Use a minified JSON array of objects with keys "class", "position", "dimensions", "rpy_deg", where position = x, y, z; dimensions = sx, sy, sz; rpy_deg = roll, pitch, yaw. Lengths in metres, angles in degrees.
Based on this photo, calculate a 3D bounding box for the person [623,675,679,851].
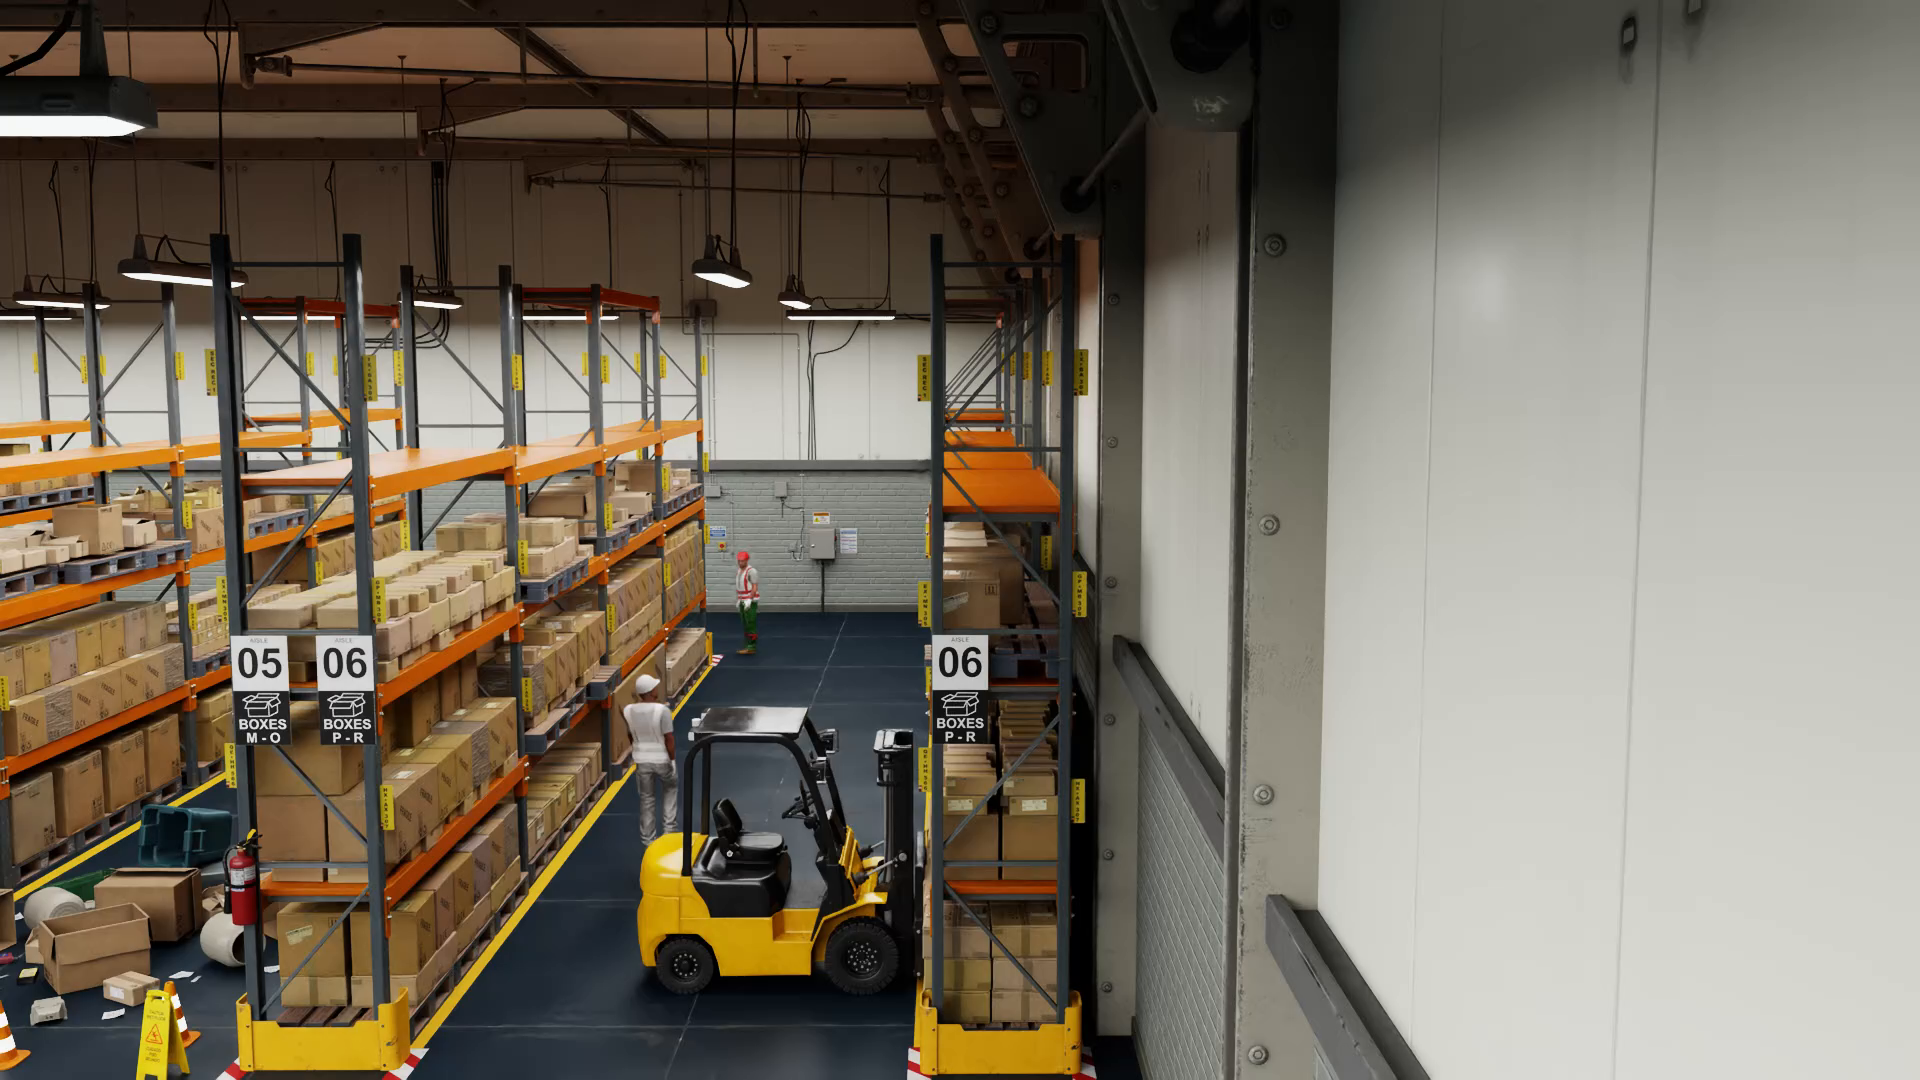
[{"class":"person","position":[-3.114,2.241,16.808],"dimensions":[0.524,1.818,0.607],"rpy_deg":[-1,6,-5]}]

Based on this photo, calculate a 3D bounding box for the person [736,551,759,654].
[{"class":"person","position":[-3.717,1.090,28.864],"dimensions":[0.401,1.805,0.573],"rpy_deg":[-5,8,-40]}]
